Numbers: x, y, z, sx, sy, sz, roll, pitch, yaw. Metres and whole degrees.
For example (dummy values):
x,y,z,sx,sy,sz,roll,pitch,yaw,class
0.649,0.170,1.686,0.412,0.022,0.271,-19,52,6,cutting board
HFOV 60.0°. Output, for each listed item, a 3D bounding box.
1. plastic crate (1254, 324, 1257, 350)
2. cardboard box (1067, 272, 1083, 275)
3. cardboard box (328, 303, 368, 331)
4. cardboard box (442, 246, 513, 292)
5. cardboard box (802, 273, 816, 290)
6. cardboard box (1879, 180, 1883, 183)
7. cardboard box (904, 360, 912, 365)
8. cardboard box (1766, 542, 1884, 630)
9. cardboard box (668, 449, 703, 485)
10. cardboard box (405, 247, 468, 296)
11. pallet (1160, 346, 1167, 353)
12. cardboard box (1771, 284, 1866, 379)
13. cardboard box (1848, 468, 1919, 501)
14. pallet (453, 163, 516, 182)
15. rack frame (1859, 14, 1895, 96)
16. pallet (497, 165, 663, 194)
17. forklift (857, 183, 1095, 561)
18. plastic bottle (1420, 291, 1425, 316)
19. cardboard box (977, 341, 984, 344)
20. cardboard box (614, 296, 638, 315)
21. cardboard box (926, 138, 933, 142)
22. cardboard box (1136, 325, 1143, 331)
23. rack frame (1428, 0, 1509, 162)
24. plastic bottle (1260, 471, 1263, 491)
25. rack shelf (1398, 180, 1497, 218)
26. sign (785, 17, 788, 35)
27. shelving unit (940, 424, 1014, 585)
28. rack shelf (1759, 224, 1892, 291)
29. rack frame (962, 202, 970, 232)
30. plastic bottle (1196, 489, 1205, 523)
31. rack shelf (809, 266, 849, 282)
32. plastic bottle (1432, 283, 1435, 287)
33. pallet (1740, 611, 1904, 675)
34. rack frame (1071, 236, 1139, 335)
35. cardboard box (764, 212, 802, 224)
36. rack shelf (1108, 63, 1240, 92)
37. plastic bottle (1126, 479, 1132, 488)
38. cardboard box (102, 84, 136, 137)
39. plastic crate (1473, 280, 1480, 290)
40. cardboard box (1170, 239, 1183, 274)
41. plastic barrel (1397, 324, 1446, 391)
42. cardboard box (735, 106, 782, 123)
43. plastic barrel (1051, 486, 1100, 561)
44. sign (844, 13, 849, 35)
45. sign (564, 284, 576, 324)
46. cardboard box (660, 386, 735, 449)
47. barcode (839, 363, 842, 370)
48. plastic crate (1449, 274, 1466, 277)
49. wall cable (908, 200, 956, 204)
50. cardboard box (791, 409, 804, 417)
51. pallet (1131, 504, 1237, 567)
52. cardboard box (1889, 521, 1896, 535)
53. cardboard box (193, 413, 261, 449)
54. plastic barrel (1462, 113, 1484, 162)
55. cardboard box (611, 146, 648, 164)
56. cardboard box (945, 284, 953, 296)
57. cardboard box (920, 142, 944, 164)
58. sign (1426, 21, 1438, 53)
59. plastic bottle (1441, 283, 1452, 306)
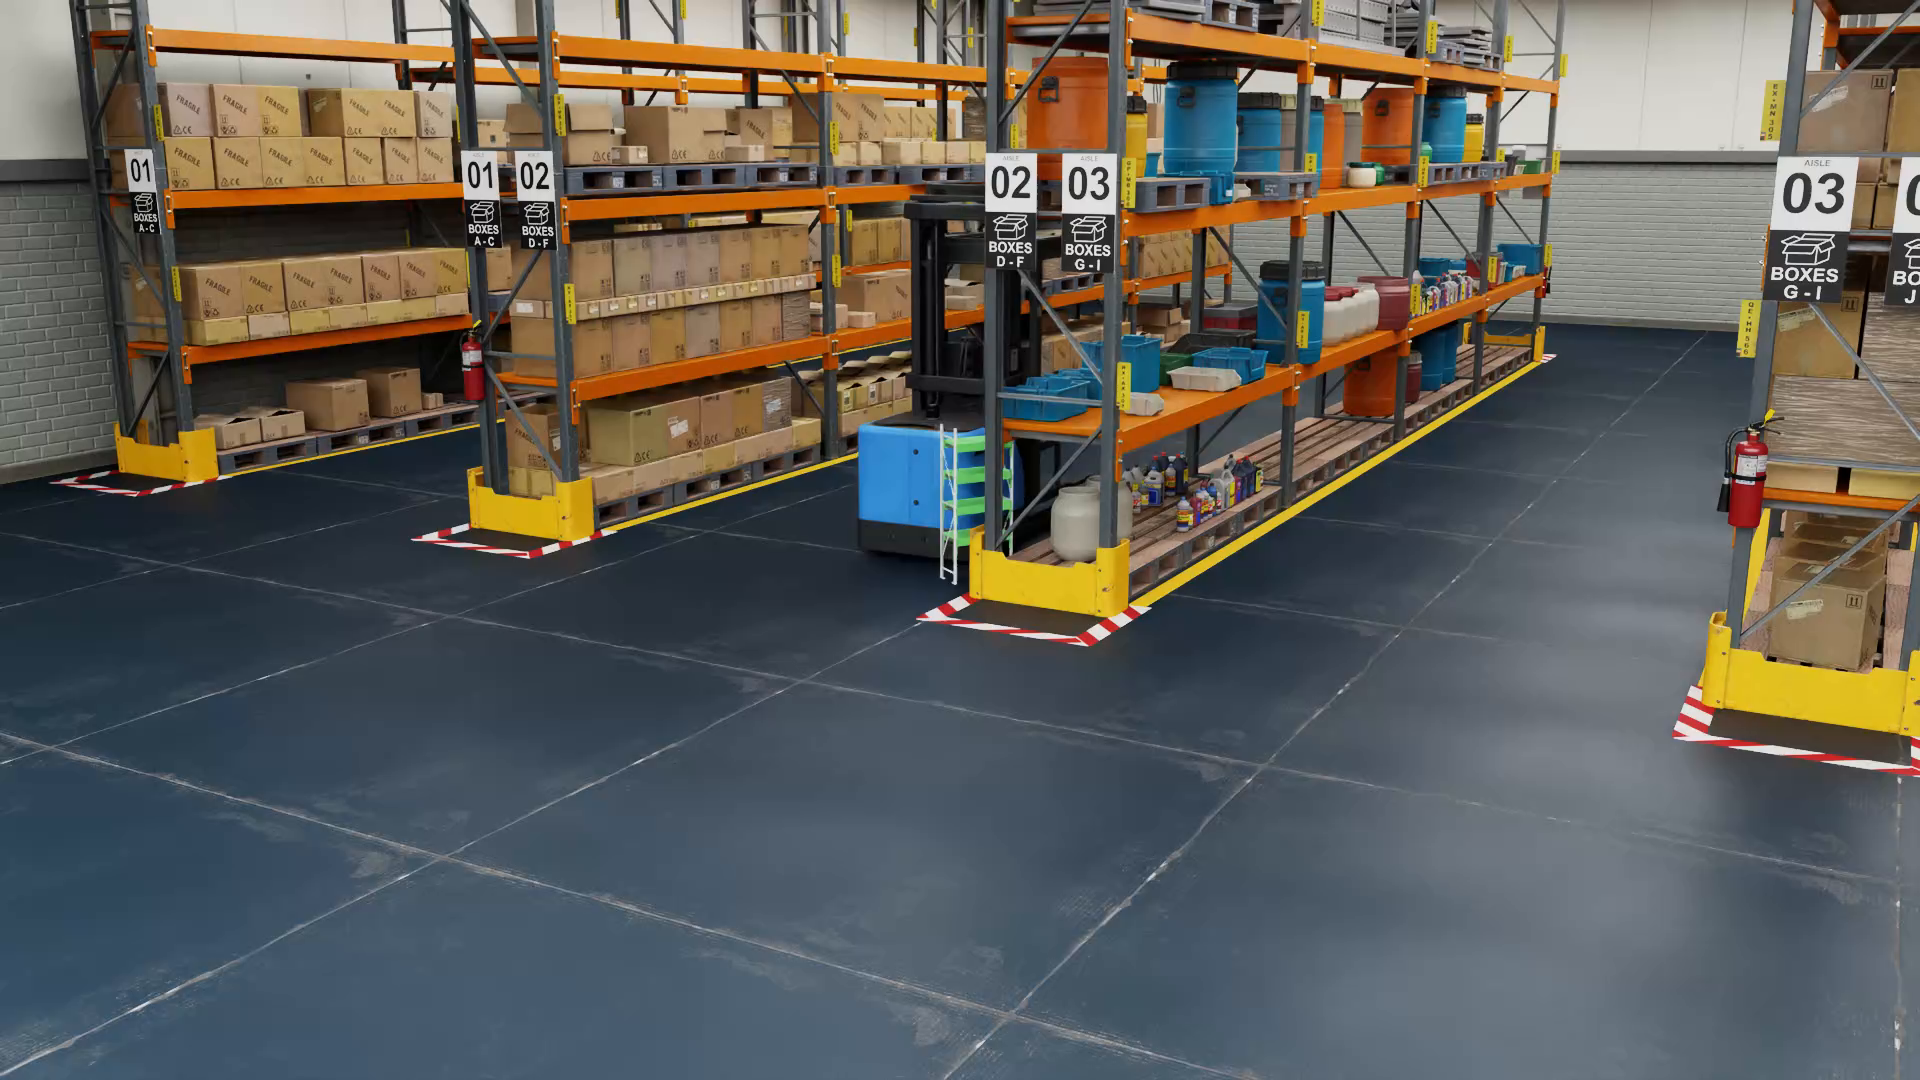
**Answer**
x,y,z,sx,sy,sz,roll,pitch,yaw,class
2.840,-2.060,16.212,0.392,0.384,0.575,7,15,28,plastic crate
1.312,-3.893,22.671,0.700,0.500,0.500,3,14,14,cardboard box
-6.777,-2.424,17.966,0.500,0.250,0.500,8,15,29,cardboard box
-5.817,-3.292,20.135,0.700,0.500,0.500,7,15,28,cardboard box
-1.699,-2.652,17.036,0.380,0.149,0.250,7,15,28,cardboard box
5.684,-1.986,9.790,0.500,0.250,0.500,7,15,27,cardboard box
-0.351,-1.983,19.632,0.500,0.311,0.500,7,15,28,cardboard box
5.557,0.334,10.685,0.500,0.500,0.500,13,19,43,cardboard box
-2.754,-0.705,15.529,0.500,0.250,0.500,7,15,28,cardboard box
-6.051,-3.098,19.160,0.500,0.500,0.500,7,15,28,cardboard box
2.445,-2.794,25.175,1.003,0.211,1.213,7,15,28,pallet
5.031,-1.244,9.814,0.500,0.500,0.500,7,15,28,cardboard box
5.328,-0.334,9.553,0.380,0.149,0.250,7,15,28,cardboard box
-5.702,-4.410,19.927,1.213,0.211,1.003,7,15,28,pallet
10.782,-5.803,18.902,1.000,3.000,0.127,7,15,28,rack frame
-3.324,-3.105,14.300,1.003,0.211,1.213,7,15,28,pallet
0.288,-1.556,14.233,1.130,2.935,3.031,7,15,26,forklift
5.333,-2.739,19.245,0.061,0.283,0.133,7,15,28,plastic bottle
0.425,-2.406,22.008,0.500,0.500,0.500,8,16,30,cardboard box
-3.064,-2.073,14.634,0.380,0.149,0.250,7,15,28,cardboard box
-0.665,-6.741,28.406,0.500,0.250,0.500,7,15,26,cardboard box
2.502,-3.219,25.784,0.500,0.311,0.500,7,15,28,cardboard box
6.447,-6.364,21.230,1.000,3.000,0.127,7,15,28,rack frame
2.677,-0.550,14.946,0.097,0.201,0.097,0,14,0,plastic bottle
5.480,-4.146,19.964,1.077,0.370,4.000,7,15,28,rack shelf
-2.700,-8.085,26.039,0.100,0.325,0.005,7,15,28,sign
0.127,-0.296,12.700,0.503,1.200,0.258,-7,15,-27,shelving unit
5.948,-1.943,10.828,1.077,0.370,4.000,7,15,28,rack shelf
-0.292,-5.390,29.993,1.000,3.000,0.127,7,15,28,rack frame
1.960,-0.280,13.677,0.097,0.271,0.097,0,14,0,plastic bottle
-3.193,-3.810,24.971,1.077,0.370,4.000,7,15,28,rack shelf
5.823,-3.024,20.452,0.097,0.271,0.097,0,14,0,plastic bottle
5.442,0.753,10.459,1.003,0.211,1.213,7,15,28,pallet
2.112,-4.009,24.264,1.000,3.000,0.127,7,15,28,rack frame
-2.730,-4.804,25.070,0.500,0.250,0.500,8,16,29,cardboard box
3.079,-6.985,25.348,1.077,0.370,4.000,7,15,28,rack shelf
1.362,-0.379,14.077,0.152,0.276,0.135,7,15,26,plastic bottle
-8.047,-4.229,16.384,0.500,0.500,0.500,8,16,31,cardboard box
6.797,-3.428,22.286,0.396,0.136,0.243,7,15,28,plastic crate
3.086,-4.339,25.420,0.500,0.500,0.500,7,15,28,cardboard box
5.826,-2.376,21.072,0.600,0.901,0.708,7,15,28,plastic barrel
-3.020,-6.374,24.922,0.500,0.250,0.500,7,15,26,cardboard box
0.897,-0.124,12.559,0.421,0.512,0.421,0,14,0,plastic barrel
-1.745,-7.920,25.522,0.100,0.325,0.005,7,15,28,sign
-3.206,-1.943,13.675,0.100,0.325,0.005,7,15,28,sign
-2.507,-1.172,15.864,0.500,0.500,0.500,7,15,28,cardboard box
-1.267,-1.839,17.606,0.001,0.075,0.075,7,15,28,barcode
6.752,-3.603,23.037,0.437,0.125,0.590,7,15,28,plastic crate
-0.501,-6.254,31.408,0.084,1.984,1.851,7,15,28,wall cable
-1.808,-1.353,18.218,0.500,0.250,0.500,7,15,27,cardboard box
1.629,-0.066,13.858,1.003,0.211,1.213,7,15,28,pallet
7.231,-0.367,13.551,0.700,0.500,0.500,6,15,24,cardboard box
-7.614,-1.146,17.187,0.500,0.311,0.500,6,15,22,cardboard box
6.183,-4.991,20.638,0.600,0.588,0.600,0,14,0,plastic barrel
-2.966,-3.377,14.583,0.380,0.149,0.250,7,15,28,cardboard box
-0.423,-2.984,20.200,0.500,0.311,0.500,7,15,27,cardboard box
-0.516,-4.453,19.128,0.500,0.250,0.500,7,15,27,cardboard box
4.998,-5.325,17.611,0.100,0.325,0.005,7,15,28,sign
5.941,-3.016,20.408,0.152,0.276,0.135,7,15,28,plastic bottle
